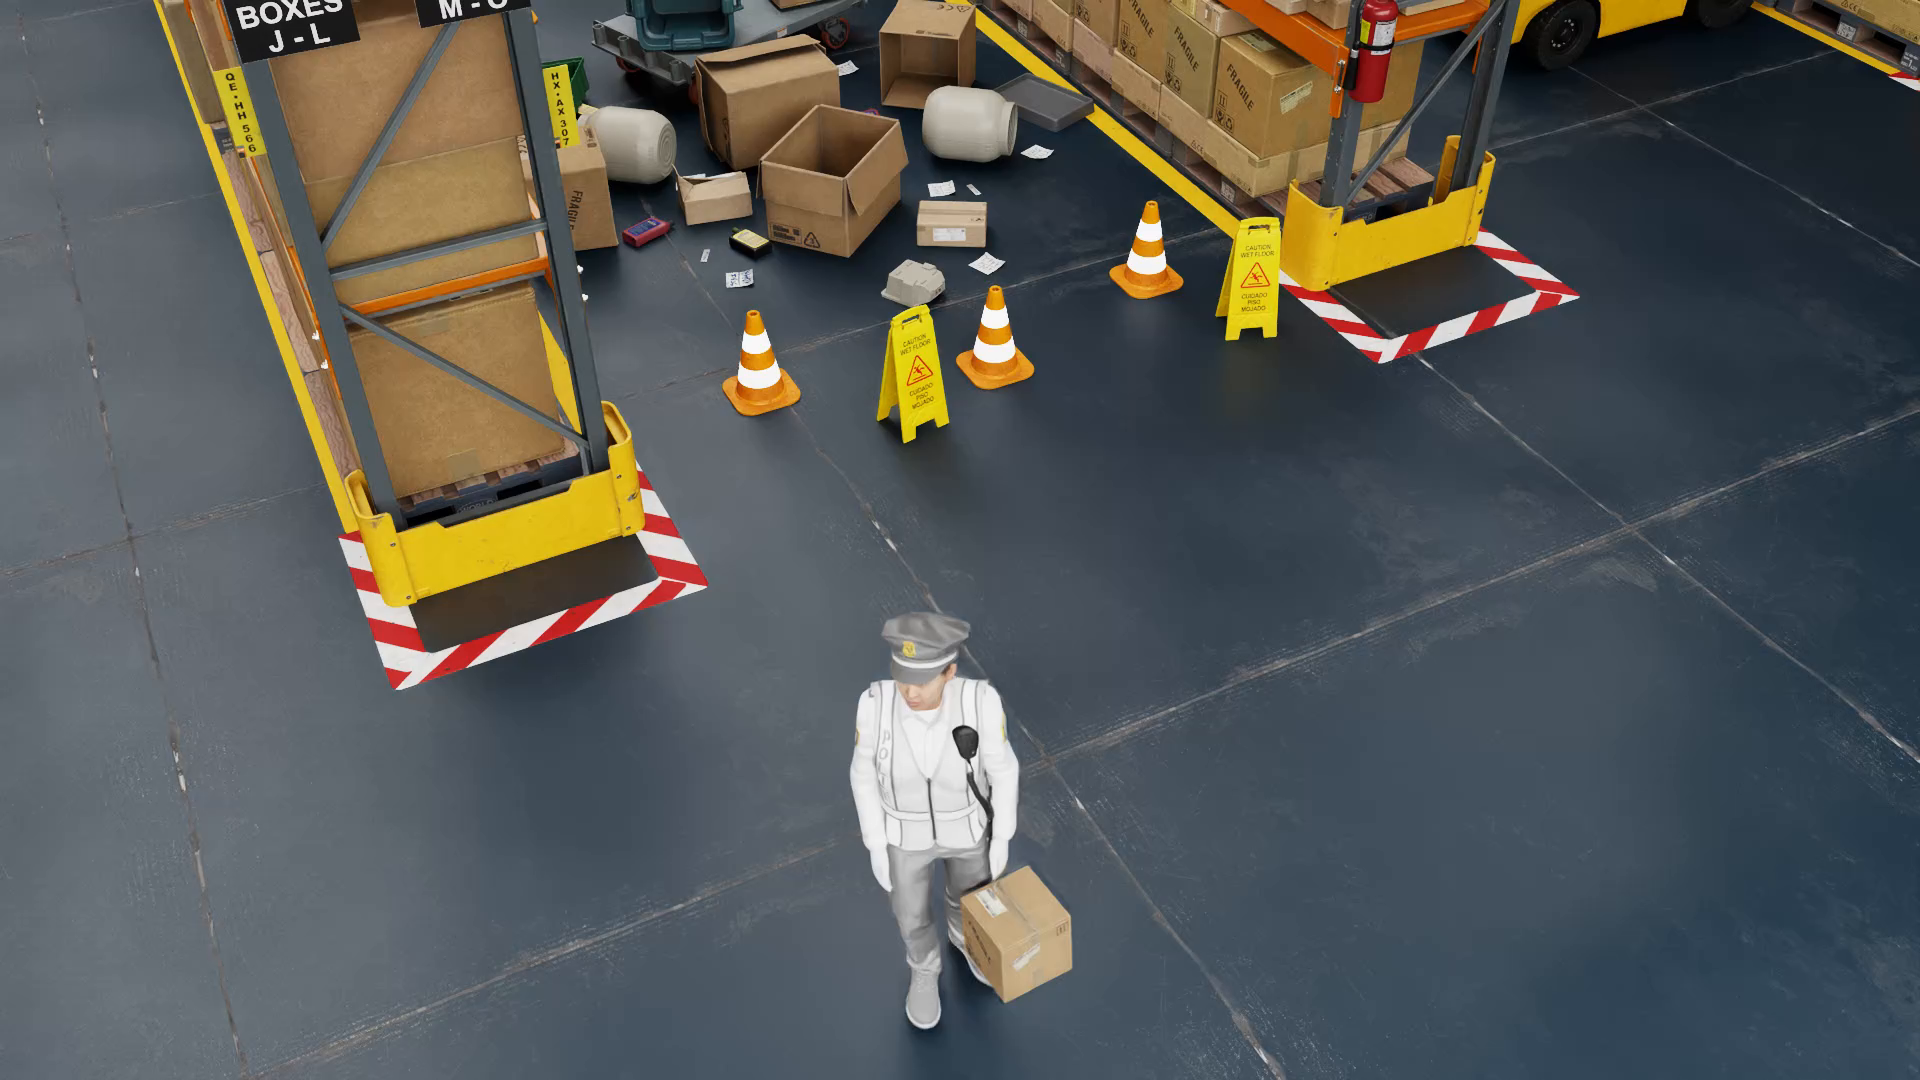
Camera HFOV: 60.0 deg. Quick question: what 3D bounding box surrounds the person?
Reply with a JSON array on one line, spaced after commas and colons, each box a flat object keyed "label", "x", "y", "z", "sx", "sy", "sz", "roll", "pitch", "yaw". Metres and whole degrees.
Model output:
[{"label": "person", "x": -0.076, "y": 0.873, "z": 5.148, "sx": 0.511, "sy": 1.688, "sz": 0.412, "roll": -1, "pitch": 42, "yaw": -2}]
